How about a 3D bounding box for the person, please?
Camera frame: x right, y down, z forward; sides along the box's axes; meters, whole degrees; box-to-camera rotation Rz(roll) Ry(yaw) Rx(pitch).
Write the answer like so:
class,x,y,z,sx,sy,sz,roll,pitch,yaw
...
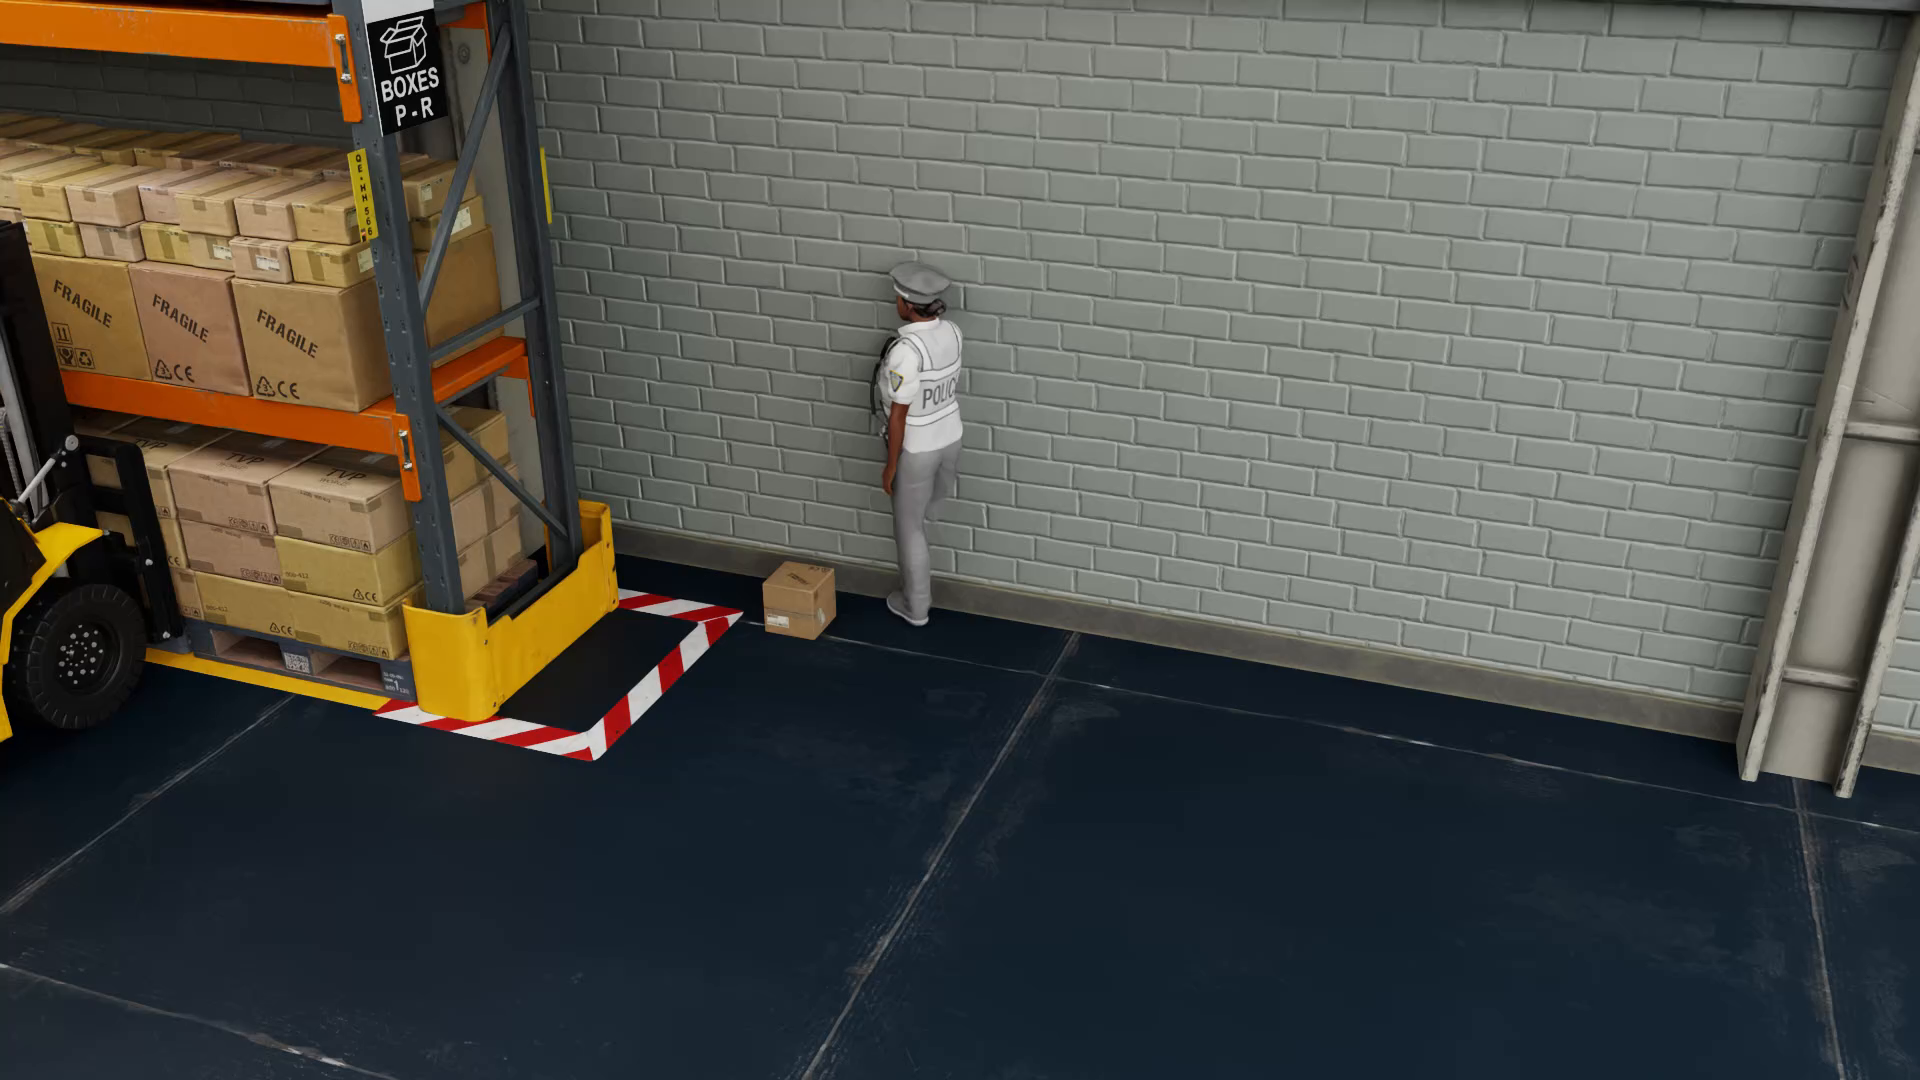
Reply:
class,x,y,z,sx,sy,sz,roll,pitch,yaw
person,-0.206,-0.424,7.457,0.436,1.700,0.506,17,31,31
